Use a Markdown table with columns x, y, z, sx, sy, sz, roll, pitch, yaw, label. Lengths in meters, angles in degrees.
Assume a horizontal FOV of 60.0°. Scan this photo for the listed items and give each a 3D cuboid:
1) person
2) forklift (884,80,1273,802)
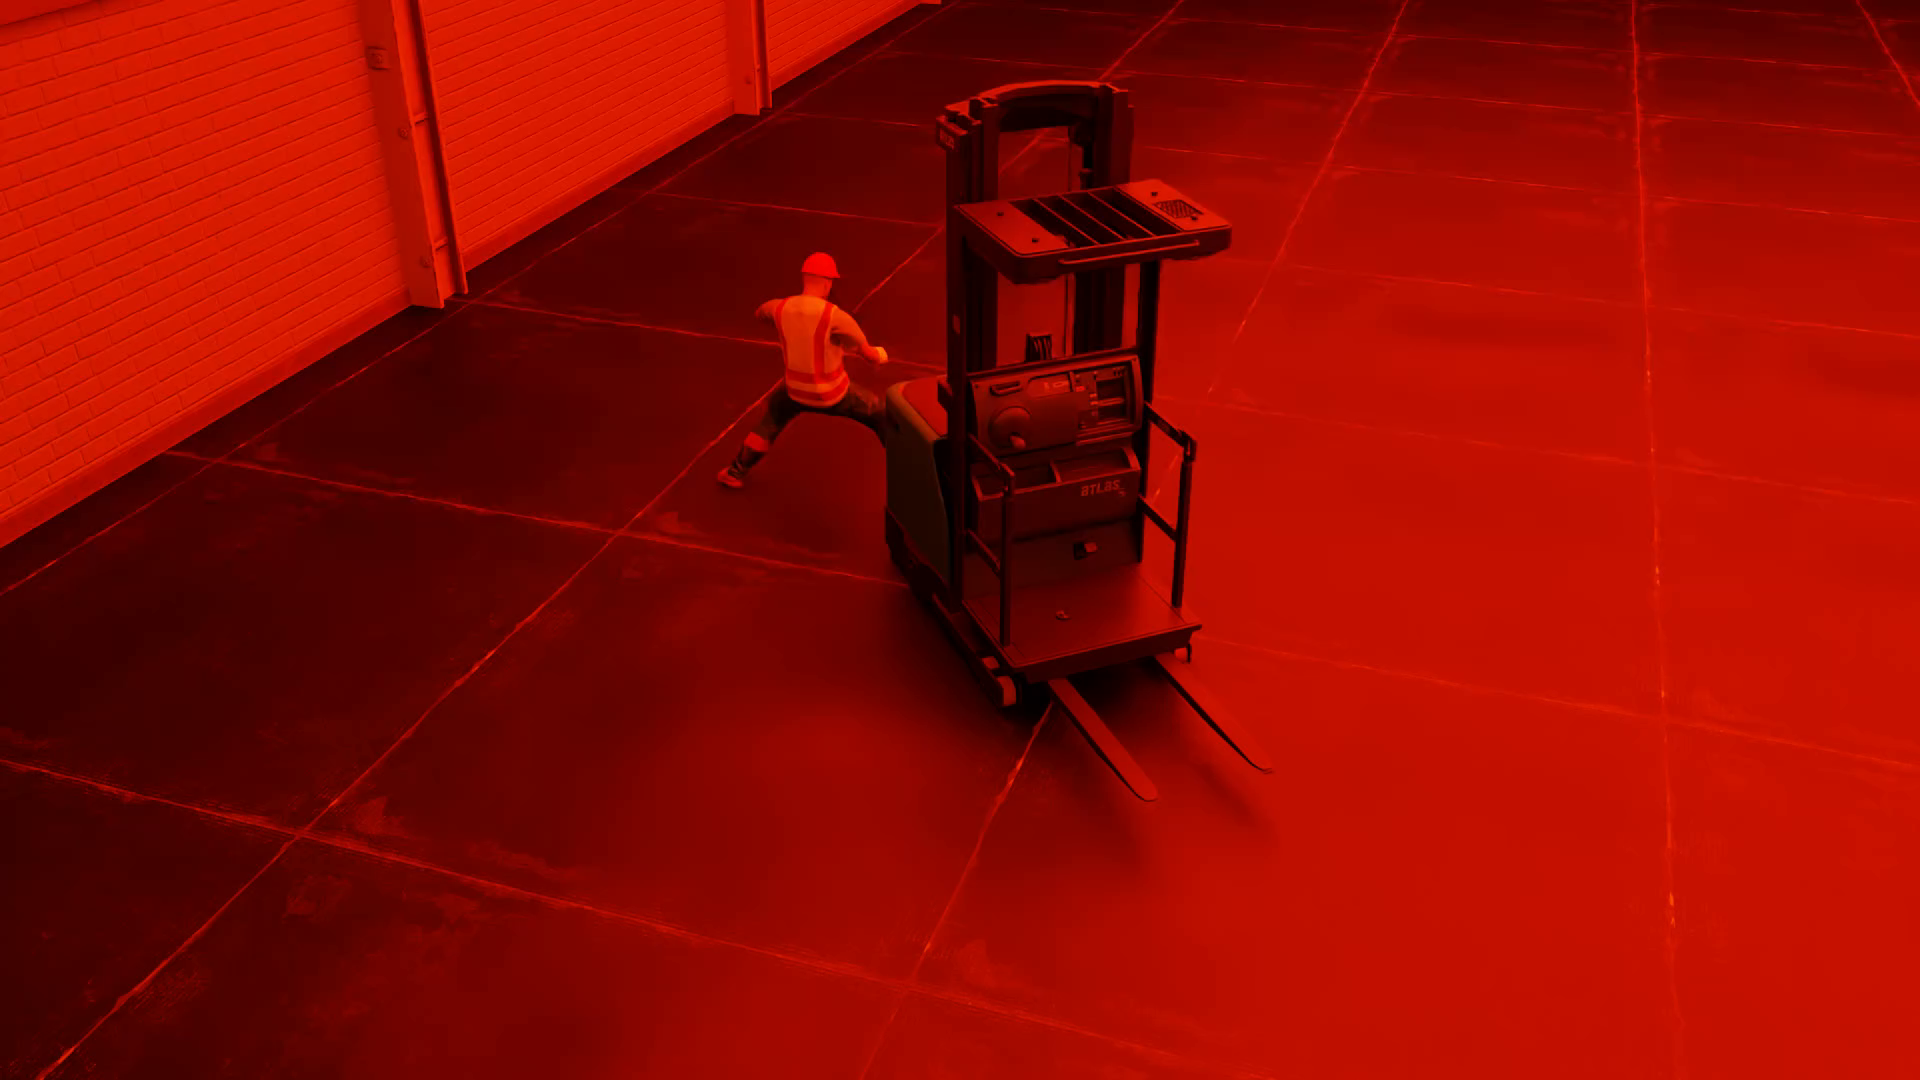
| x | y | z | sx | sy | sz | roll | pitch | yaw | label |
| --- | --- | --- | --- | --- | --- | --- | --- | --- | --- |
| -0.858 | -1.068 | 10.368 | 1.239 | 1.560 | 0.968 | 14 | 33 | 23 | person |
| 0.582 | -0.647 | 8.272 | 1.130 | 2.935 | 3.031 | -12 | 32 | -19 | forklift |
